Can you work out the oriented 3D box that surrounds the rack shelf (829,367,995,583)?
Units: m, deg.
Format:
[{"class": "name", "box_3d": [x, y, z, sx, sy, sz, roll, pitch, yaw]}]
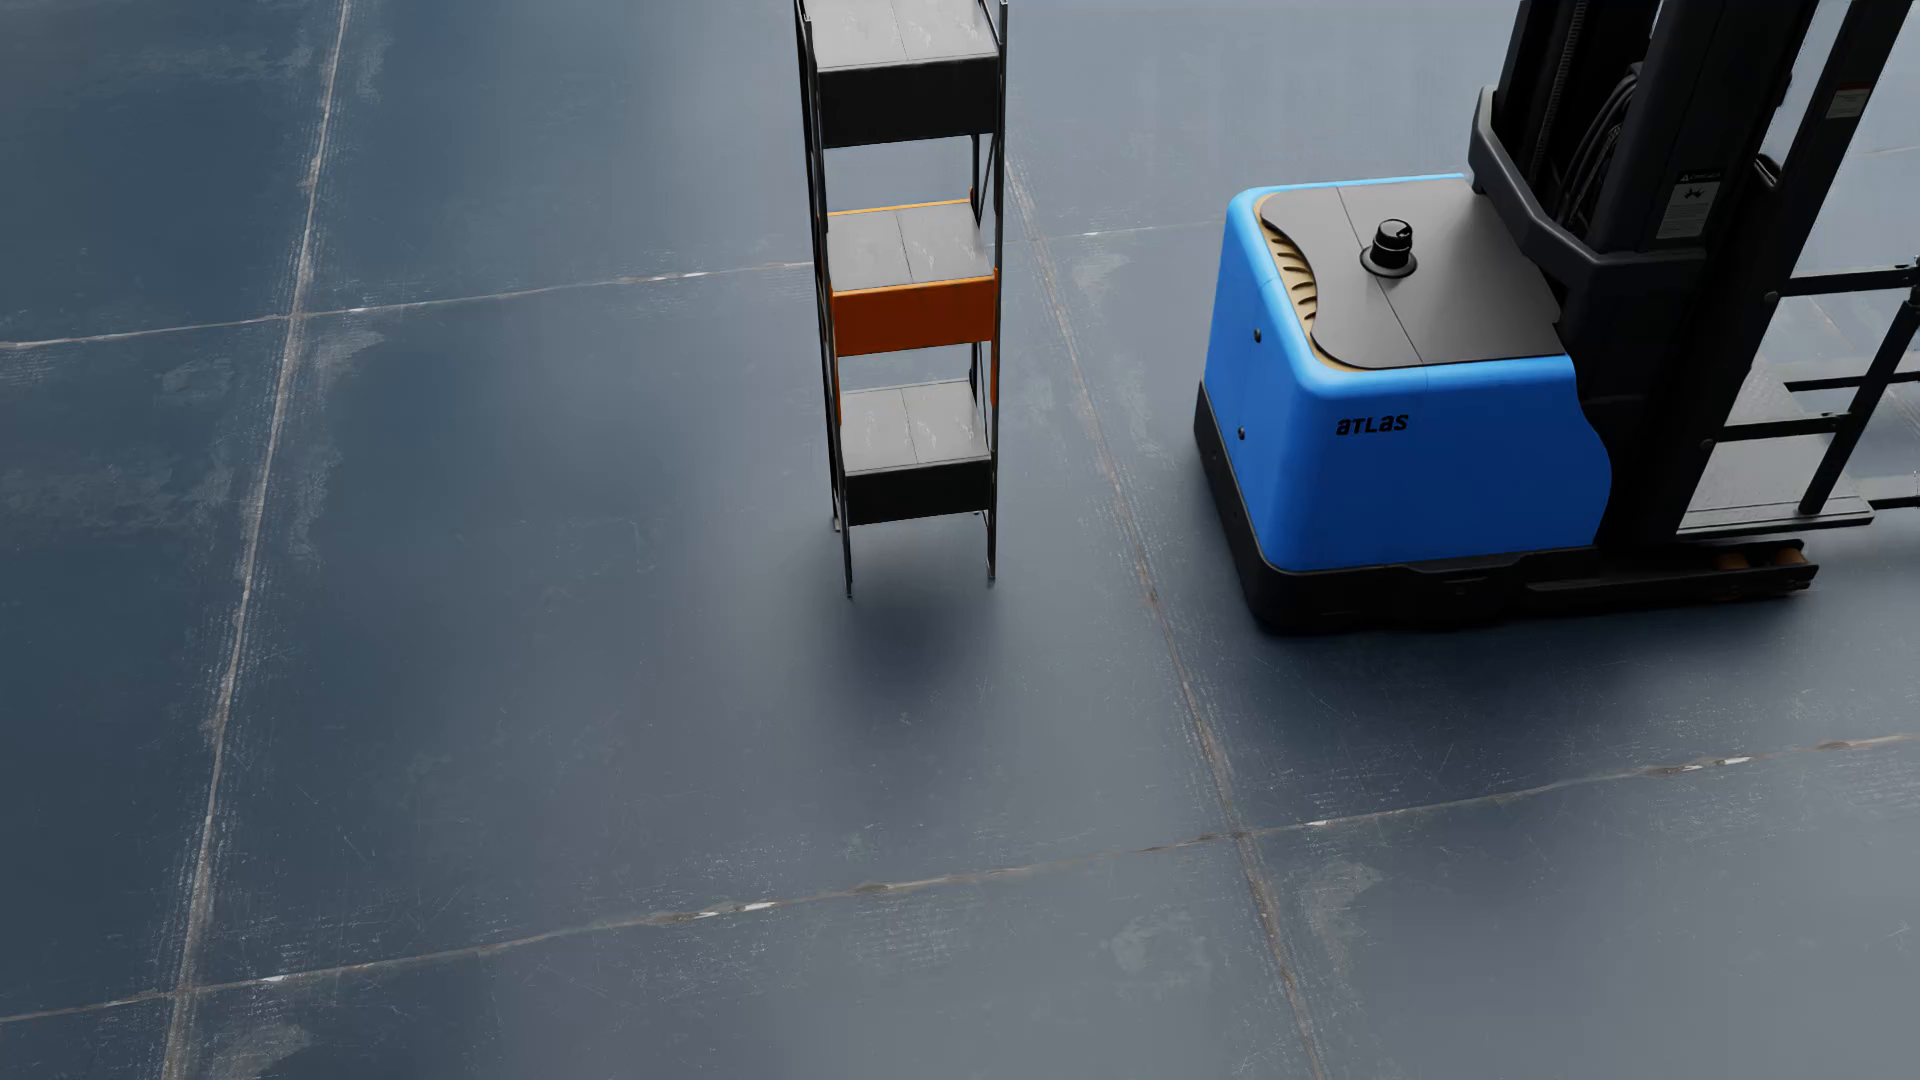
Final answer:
[{"class": "rack shelf", "box_3d": [-0.163, -0.213, 5.488, 0.480, 0.518, 0.431, -7, 46, -7]}]

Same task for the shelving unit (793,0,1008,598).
[{"class": "shelving unit", "box_3d": [-0.163, -0.708, 4.974, 0.503, 2.100, 0.431, -7, 46, -7]}]

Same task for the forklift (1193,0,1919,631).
[{"class": "forklift", "box_3d": [2.402, -1.190, 4.861, 3.031, 2.935, 1.130, -5, 46, -5]}]

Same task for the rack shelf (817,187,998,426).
[{"class": "rack shelf", "box_3d": [-0.163, -0.699, 4.984, 0.480, 0.518, 0.431, -7, 46, -7]}]

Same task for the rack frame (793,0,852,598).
[{"class": "rack frame", "box_3d": [-0.404, -0.678, 4.945, 0.015, 2.100, 0.400, -7, 46, -7]}]

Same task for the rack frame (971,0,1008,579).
[{"class": "rack frame", "box_3d": [0.077, -0.738, 5.003, 0.015, 2.100, 0.400, -7, 46, -7]}]

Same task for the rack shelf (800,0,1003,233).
[{"class": "rack shelf", "box_3d": [-0.163, -1.184, 4.480, 0.480, 0.518, 0.431, -7, 46, -7]}]
